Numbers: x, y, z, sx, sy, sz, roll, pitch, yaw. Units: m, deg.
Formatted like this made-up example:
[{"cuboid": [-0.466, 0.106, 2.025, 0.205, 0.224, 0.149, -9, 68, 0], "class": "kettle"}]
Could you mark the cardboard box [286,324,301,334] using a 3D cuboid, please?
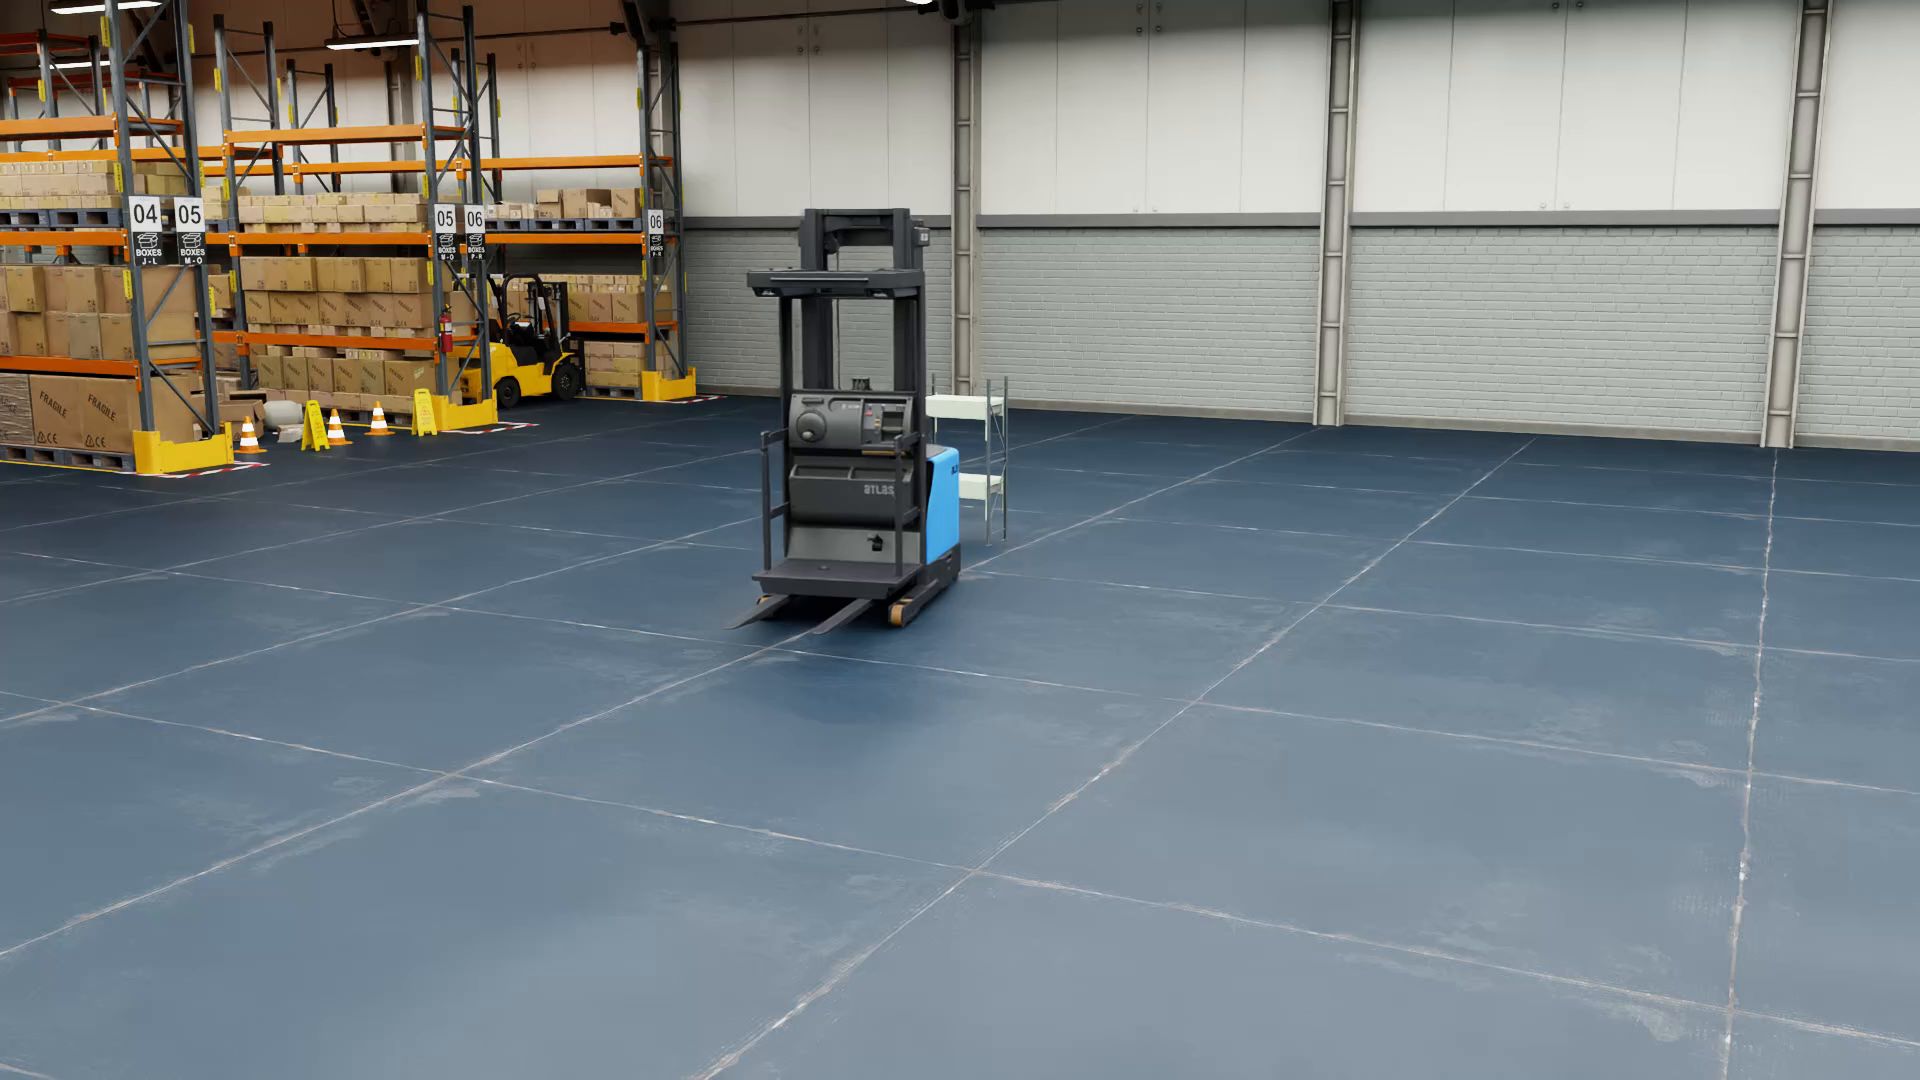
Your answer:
[{"cuboid": [-9.988, -3.211, 25.253, 0.250, 0.149, 0.380, 5, 12, 28], "class": "cardboard box"}]

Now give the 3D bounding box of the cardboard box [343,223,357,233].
[{"cuboid": [-8.829, -4.589, 24.447, 0.250, 0.149, 0.380, 5, 11, 24], "class": "cardboard box"}]

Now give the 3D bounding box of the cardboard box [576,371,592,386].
[{"cuboid": [-6.504, -2.863, 29.166, 0.500, 0.250, 0.500, 5, 11, 26], "class": "cardboard box"}]

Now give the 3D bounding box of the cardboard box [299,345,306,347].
[{"cuboid": [-12.705, -3.547, 32.245, 0.500, 0.500, 0.500, 5, 12, 27], "class": "cardboard box"}]

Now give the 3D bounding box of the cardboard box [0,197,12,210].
[{"cuboid": [-11.396, -4.070, 20.118, 0.250, 0.149, 0.380, 5, 11, 27], "class": "cardboard box"}]

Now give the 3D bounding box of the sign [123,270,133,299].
[{"cuboid": [-9.601, -2.950, 19.192, 0.005, 0.325, 0.100, 5, 11, 26], "class": "sign"}]

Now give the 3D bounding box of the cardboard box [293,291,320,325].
[{"cuboid": [-9.660, -3.502, 25.041, 0.500, 0.500, 0.500, 5, 11, 25], "class": "cardboard box"}]

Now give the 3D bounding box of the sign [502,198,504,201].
[{"cuboid": [-8.399, -6.114, 30.494, 0.005, 0.325, 0.100, 5, 11, 26], "class": "sign"}]

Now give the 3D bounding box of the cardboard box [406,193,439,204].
[{"cuboid": [-7.683, -4.872, 23.772, 0.250, 0.149, 0.380, 5, 11, 26], "class": "cardboard box"}]

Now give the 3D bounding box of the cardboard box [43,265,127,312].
[{"cuboid": [-10.640, -3.084, 20.397, 0.550, 0.550, 0.875, 5, 11, 26], "class": "cardboard box"}]

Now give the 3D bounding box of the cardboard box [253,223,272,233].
[{"cuboid": [-10.456, -4.722, 25.180, 0.250, 0.149, 0.380, 5, 11, 26], "class": "cardboard box"}]

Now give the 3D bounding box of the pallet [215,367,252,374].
[{"cuboid": [-15.071, -3.456, 33.735, 1.213, 0.211, 1.003, 5, 11, 26], "class": "pallet"}]

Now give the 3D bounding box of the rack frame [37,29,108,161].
[{"cuboid": [-14.423, -6.730, 27.150, 0.127, 3.000, 1.000, 5, 11, 26], "class": "rack frame"}]

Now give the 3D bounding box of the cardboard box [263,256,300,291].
[{"cuboid": [-10.089, -4.038, 25.193, 0.500, 0.500, 0.700, 5, 11, 26], "class": "cardboard box"}]

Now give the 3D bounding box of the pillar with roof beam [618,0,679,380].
[{"cuboid": [-7.186, -6.404, 25.348, 0.548, 9.000, 9.100, 5, 11, 26], "class": "pillar with roof beam"}]

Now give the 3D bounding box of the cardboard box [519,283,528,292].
[{"cuboid": [-7.572, -4.469, 29.398, 0.250, 0.149, 0.380, 5, 11, 25], "class": "cardboard box"}]

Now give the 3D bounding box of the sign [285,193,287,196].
[{"cuboid": [-10.603, -5.281, 26.111, 0.005, 0.325, 0.100, 5, 11, 26], "class": "sign"}]

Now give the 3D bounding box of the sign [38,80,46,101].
[{"cuboid": [-14.666, -7.179, 26.561, 0.005, 0.325, 0.100, 5, 11, 26], "class": "sign"}]

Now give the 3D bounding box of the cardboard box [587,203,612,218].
[{"cuboid": [-6.161, -5.643, 28.484, 0.258, 0.266, 0.396, 5, 11, 26], "class": "cardboard box"}]

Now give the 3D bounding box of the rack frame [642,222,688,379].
[{"cuboid": [-5.056, -3.941, 28.583, 0.127, 3.000, 1.000, 5, 11, 26], "class": "rack frame"}]

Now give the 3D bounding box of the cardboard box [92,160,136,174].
[{"cuboid": [-9.801, -4.322, 19.274, 0.250, 0.149, 0.380, 5, 11, 26], "class": "cardboard box"}]

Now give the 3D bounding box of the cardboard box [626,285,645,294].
[{"cuboid": [-5.491, -4.292, 28.420, 0.250, 0.149, 0.380, 5, 11, 27], "class": "cardboard box"}]

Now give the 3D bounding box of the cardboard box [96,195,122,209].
[{"cuboid": [-9.797, -3.930, 19.343, 0.250, 0.149, 0.380, 5, 11, 26], "class": "cardboard box"}]

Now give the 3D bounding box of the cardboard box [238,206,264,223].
[{"cuboid": [-10.563, -4.933, 25.229, 0.500, 0.250, 0.500, 5, 11, 25], "class": "cardboard box"}]

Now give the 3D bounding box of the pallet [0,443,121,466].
[{"cuboid": [-11.190, -1.124, 20.848, 1.213, 0.211, 1.003, 5, 11, 26], "class": "pallet"}]

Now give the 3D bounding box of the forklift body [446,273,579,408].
[{"cuboid": [-7.564, -3.381, 27.874, 1.214, 2.155, 2.313, 5, 11, 26], "class": "forklift body"}]

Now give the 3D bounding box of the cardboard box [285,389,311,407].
[{"cuboid": [-9.943, -2.187, 25.432, 0.500, 0.250, 0.500, 6, 12, 29], "class": "cardboard box"}]

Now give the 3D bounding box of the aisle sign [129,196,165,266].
[{"cuboid": [-9.418, -3.575, 19.262, 0.004, 0.787, 0.394, 5, 11, 26], "class": "aisle sign"}]

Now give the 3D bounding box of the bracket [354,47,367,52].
[{"cuboid": [-11.192, -9.312, 31.306, 0.430, 0.232, 0.235, 5, 11, 26], "class": "bracket"}]

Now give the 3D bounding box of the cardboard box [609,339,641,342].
[{"cuboid": [-5.853, -3.393, 29.292, 0.500, 0.250, 0.500, 5, 11, 26], "class": "cardboard box"}]

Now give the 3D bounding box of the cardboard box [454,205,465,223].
[{"cuboid": [-7.582, -4.779, 24.375, 0.500, 0.250, 0.500, 5, 11, 25], "class": "cardboard box"}]

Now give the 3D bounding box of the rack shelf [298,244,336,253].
[{"cuboid": [-14.024, -5.851, 32.733, 4.000, 0.370, 1.077, 5, 11, 26], "class": "rack shelf"}]

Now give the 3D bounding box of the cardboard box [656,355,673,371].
[{"cuboid": [-5.386, -3.111, 29.134, 0.500, 0.250, 0.500, 5, 12, 27], "class": "cardboard box"}]

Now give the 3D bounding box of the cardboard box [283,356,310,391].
[{"cuboid": [-9.941, -2.556, 25.365, 0.500, 0.500, 0.500, 6, 12, 28], "class": "cardboard box"}]

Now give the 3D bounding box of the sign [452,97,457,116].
[{"cuboid": [-8.873, -7.619, 29.216, 0.005, 0.325, 0.100, 5, 11, 26], "class": "sign"}]

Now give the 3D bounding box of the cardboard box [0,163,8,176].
[{"cuboid": [-11.395, -4.462, 20.047, 0.250, 0.149, 0.380, 5, 11, 26], "class": "cardboard box"}]

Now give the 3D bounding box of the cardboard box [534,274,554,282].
[{"cuboid": [-7.298, -4.610, 29.339, 0.250, 0.149, 0.380, 5, 11, 26], "class": "cardboard box"}]

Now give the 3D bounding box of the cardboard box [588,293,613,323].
[{"cuboid": [-6.075, -4.029, 28.790, 0.500, 0.500, 0.500, 5, 12, 28], "class": "cardboard box"}]

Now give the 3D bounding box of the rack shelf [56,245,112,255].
[{"cuboid": [-16.217, -5.058, 28.352, 4.000, 0.370, 1.077, 5, 11, 26], "class": "rack shelf"}]

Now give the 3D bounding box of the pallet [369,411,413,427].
[{"cuboid": [-8.030, -1.851, 24.867, 1.213, 0.211, 1.003, 5, 11, 26], "class": "pallet"}]

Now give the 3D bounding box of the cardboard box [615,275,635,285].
[{"cuboid": [-5.705, -4.465, 28.539, 0.250, 0.149, 0.380, 5, 11, 26], "class": "cardboard box"}]

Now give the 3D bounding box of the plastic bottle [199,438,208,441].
[{"cuboid": [-10.170, -1.345, 22.492, 0.283, 0.061, 0.133, 1, 10, 6], "class": "plastic bottle"}]

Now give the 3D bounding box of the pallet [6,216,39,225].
[{"cuboid": [-12.207, -4.031, 20.906, 1.213, 0.211, 1.003, 5, 11, 26], "class": "pallet"}]

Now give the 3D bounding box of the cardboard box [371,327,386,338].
[{"cuboid": [-8.420, -3.061, 24.426, 0.250, 0.149, 0.380, 5, 12, 27], "class": "cardboard box"}]

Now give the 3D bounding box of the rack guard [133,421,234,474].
[{"cuboid": [-9.327, -1.117, 20.001, 0.348, 0.500, 1.175, 5, 11, 26], "class": "rack guard"}]

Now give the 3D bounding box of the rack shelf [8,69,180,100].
[{"cuboid": [-17.611, -9.278, 33.912, 4.000, 0.370, 1.077, 5, 11, 26], "class": "rack shelf"}]

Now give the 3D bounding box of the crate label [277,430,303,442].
[{"cuboid": [-9.124, -1.415, 22.665, 0.298, 0.136, 0.250, -1, 10, -4], "class": "crate label"}]

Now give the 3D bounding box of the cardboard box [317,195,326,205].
[{"cuboid": [-9.267, -5.022, 24.597, 0.250, 0.149, 0.380, 5, 12, 27], "class": "cardboard box"}]

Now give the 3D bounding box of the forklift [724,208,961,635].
[{"cuboid": [-0.847, -0.898, 11.961, 1.130, 2.935, 3.031, 3, 11, 14], "class": "forklift"}]

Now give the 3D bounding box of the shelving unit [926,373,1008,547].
[{"cuboid": [0.006, -0.737, 15.094, 0.755, 1.500, 0.431, 5, 11, 26], "class": "shelving unit"}]

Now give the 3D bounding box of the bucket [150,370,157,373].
[{"cuboid": [-11.794, -2.159, 23.662, 0.726, 0.611, 0.620, -10, 4, -43], "class": "bucket"}]

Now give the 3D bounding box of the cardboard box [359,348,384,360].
[{"cuboid": [-8.666, -2.750, 24.615, 0.250, 0.149, 0.380, 5, 12, 27], "class": "cardboard box"}]

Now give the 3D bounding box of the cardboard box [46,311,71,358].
[{"cuboid": [-10.651, -2.549, 20.472, 0.550, 0.550, 0.875, 5, 11, 26], "class": "cardboard box"}]
